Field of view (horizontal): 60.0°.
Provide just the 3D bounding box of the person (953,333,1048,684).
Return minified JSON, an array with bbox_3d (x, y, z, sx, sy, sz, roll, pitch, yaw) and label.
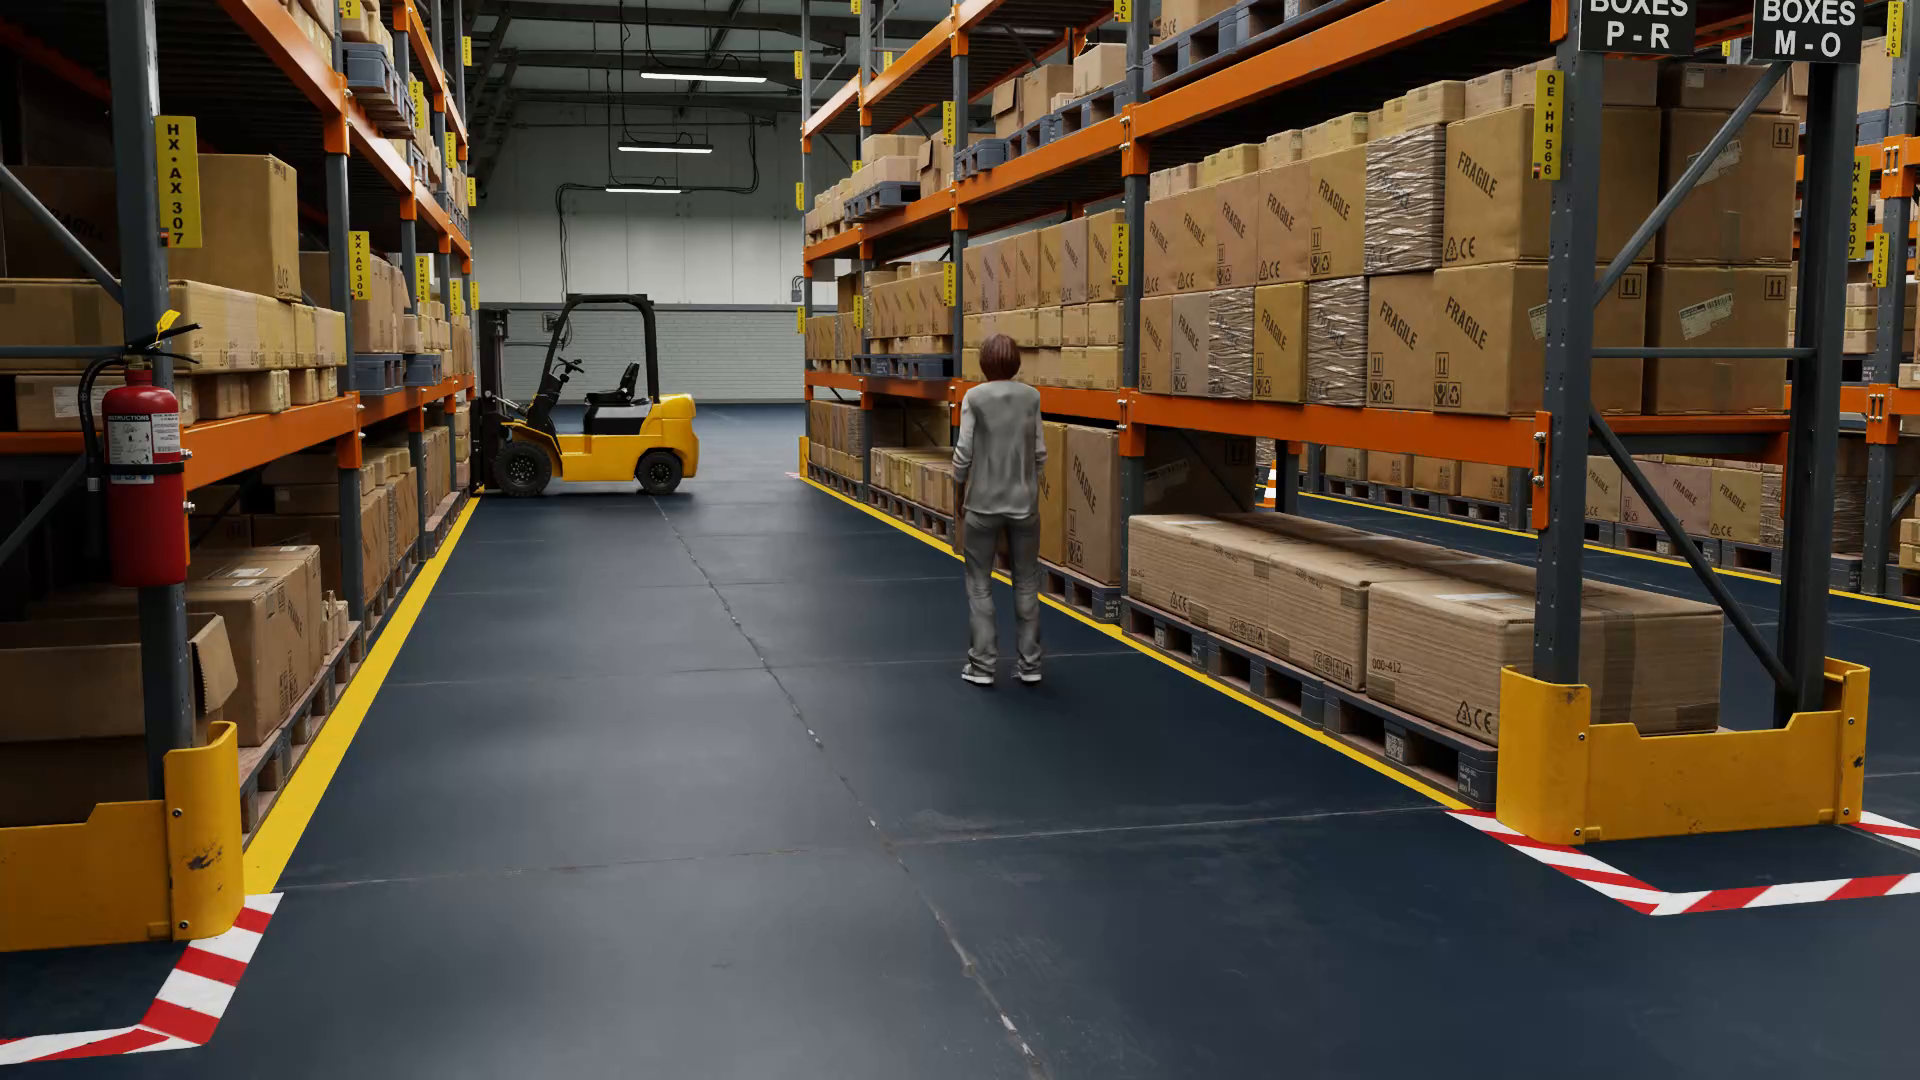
[{"bbox_3d":[0.181,-0.137,7.613,0.445,1.593,0.371,-2,7,-14],"label":"person"}]
